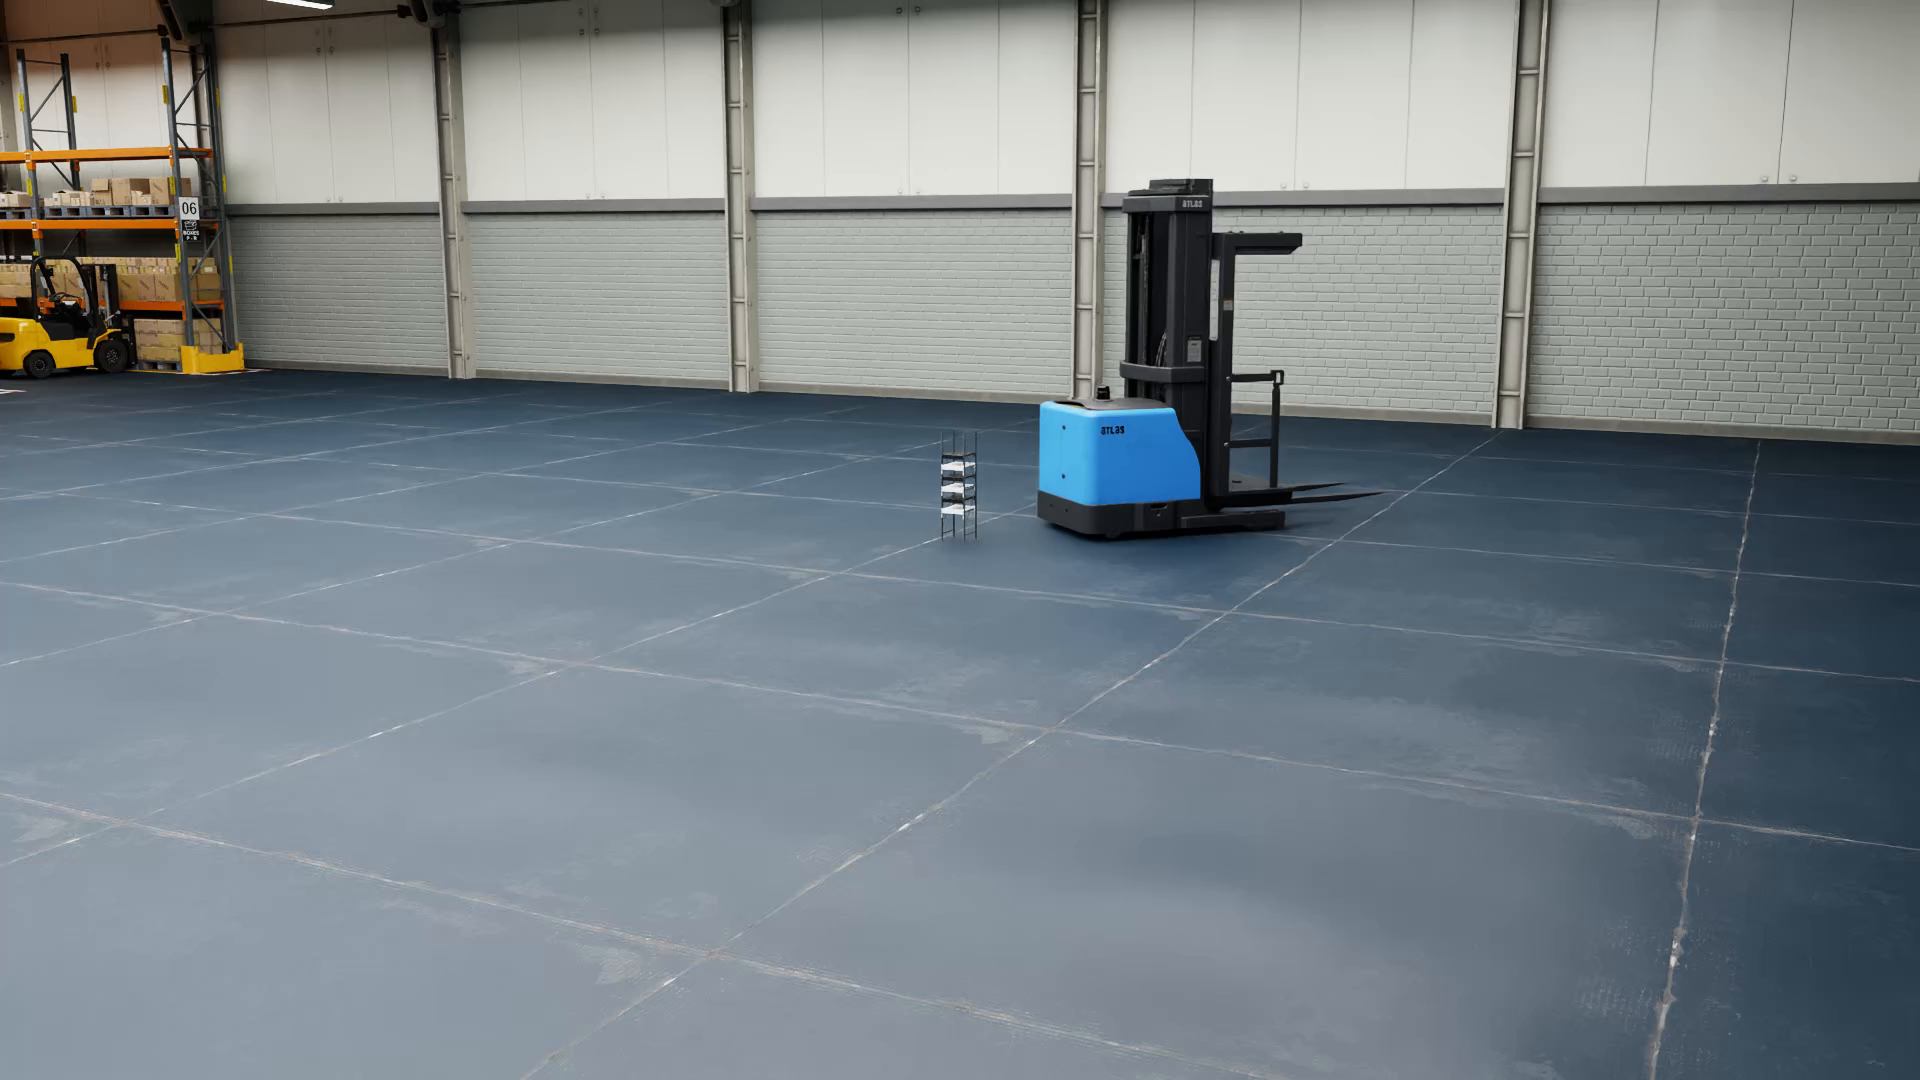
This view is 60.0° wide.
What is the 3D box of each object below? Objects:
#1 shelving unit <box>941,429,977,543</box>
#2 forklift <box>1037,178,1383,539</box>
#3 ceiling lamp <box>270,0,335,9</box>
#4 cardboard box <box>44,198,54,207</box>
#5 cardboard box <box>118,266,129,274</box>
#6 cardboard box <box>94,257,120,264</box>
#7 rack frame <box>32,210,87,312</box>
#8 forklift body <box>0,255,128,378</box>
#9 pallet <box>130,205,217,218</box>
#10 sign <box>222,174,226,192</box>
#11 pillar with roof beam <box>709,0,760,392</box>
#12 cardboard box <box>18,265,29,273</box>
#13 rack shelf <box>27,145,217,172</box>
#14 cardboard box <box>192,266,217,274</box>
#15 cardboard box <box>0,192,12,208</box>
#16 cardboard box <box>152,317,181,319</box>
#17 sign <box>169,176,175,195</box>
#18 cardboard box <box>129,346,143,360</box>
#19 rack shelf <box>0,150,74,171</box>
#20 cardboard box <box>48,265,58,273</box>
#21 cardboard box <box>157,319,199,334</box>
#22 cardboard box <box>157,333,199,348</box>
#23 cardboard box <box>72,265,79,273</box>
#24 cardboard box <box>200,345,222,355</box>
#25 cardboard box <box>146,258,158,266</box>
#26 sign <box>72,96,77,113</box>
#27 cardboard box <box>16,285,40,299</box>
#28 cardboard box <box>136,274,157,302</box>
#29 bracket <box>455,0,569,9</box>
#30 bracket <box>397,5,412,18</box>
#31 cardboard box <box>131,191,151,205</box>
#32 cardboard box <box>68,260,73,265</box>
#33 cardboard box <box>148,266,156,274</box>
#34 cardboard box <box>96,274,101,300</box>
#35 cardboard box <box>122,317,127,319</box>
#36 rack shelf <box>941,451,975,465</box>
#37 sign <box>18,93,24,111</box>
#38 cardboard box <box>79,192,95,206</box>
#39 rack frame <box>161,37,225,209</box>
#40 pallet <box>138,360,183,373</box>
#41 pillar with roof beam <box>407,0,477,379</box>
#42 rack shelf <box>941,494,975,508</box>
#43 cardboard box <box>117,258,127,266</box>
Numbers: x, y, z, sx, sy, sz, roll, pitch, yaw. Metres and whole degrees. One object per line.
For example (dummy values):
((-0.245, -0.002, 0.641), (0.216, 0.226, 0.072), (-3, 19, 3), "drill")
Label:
((-0.007, -0.443, 13.654), (0.210, 0.900, 0.258), (5, 11, 26), "shelving unit")
((2.240, -1.598, 14.332), (3.031, 2.935, 1.130), (-4, 11, -22), "forklift")
((-9.680, -9.331, 23.629), (0.800, 3.185, 2.000), (5, 11, 26), "ceiling lamp")
((-17.376, -6.495, 32.018), (0.250, 0.149, 0.380), (5, 12, 27), "cardboard box")
((-15.653, -5.104, 31.405), (0.250, 0.149, 0.380), (5, 11, 26), "cardboard box")
((-16.299, -5.324, 31.788), (0.250, 0.149, 0.380), (5, 11, 26), "cardboard box")
((-17.644, -4.971, 32.773), (0.127, 3.000, 1.000), (5, 11, 26), "rack frame")
((-16.564, -4.096, 30.322), (1.214, 2.155, 2.313), (5, 11, 26), "forklift body")
((-14.679, -6.148, 31.102), (1.213, 0.211, 1.003), (5, 11, 26), "pallet")
((-13.806, -6.689, 31.166), (0.005, 0.325, 0.100), (5, 11, 26), "sign")
((-5.426, -6.173, 22.572), (0.548, 9.000, 9.100), (5, 11, 26), "pillar with roof beam")
((-18.288, -5.348, 32.755), (0.250, 0.149, 0.380), (5, 11, 25), "cardboard box")
((-15.850, -7.214, 31.467), (4.000, 0.370, 1.077), (5, 11, 26), "rack shelf")
((-14.246, -5.092, 31.341), (0.250, 0.149, 0.380), (5, 11, 24), "cardboard box")
((-19.089, -6.737, 32.901), (0.500, 0.311, 0.500), (5, 11, 24), "cardboard box")
((-15.297, -4.149, 31.967), (0.500, 0.250, 0.500), (5, 11, 25), "cardboard box")
((-14.309, -6.443, 30.219), (0.005, 0.325, 0.100), (5, 11, 26), "sign")
((-15.504, -3.577, 31.615), (0.500, 0.250, 0.500), (5, 11, 26), "cardboard box")
((-19.437, -7.530, 33.209), (4.000, 0.370, 1.077), (5, 11, 26), "rack shelf")
((-17.474, -5.272, 32.335), (0.250, 0.149, 0.380), (5, 11, 25), "cardboard box")
((-14.608, -3.988, 31.075), (0.500, 0.250, 0.500), (5, 12, 28), "cardboard box")
((-14.632, -3.744, 31.130), (0.500, 0.250, 0.500), (5, 11, 25), "cardboard box")
((-16.807, -5.204, 31.962), (0.250, 0.149, 0.380), (5, 12, 27), "cardboard box")
((-14.411, -3.579, 31.625), (0.500, 0.250, 0.500), (5, 11, 26), "cardboard box")
((-14.953, -5.196, 31.078), (0.250, 0.149, 0.380), (5, 12, 27), "cardboard box")
((-17.376, -8.547, 32.620), (0.005, 0.325, 0.100), (5, 11, 26), "sign")
((-18.212, -4.895, 32.775), (0.500, 0.250, 0.500), (5, 12, 27), "cardboard box")
((-15.075, -4.744, 31.239), (0.500, 0.500, 0.500), (5, 12, 28), "cardboard box")
((-6.361, -8.811, 27.039), (4.783, 0.066, 0.076), (5, 11, 26), "bracket")
((-9.431, -9.081, 28.530), (0.430, 0.232, 0.235), (5, 11, 26), "bracket")
((-15.162, -6.358, 30.933), (0.258, 0.266, 0.396), (5, 11, 26), "cardboard box")
((-16.982, -5.388, 32.142), (0.250, 0.149, 0.380), (5, 11, 25), "cardboard box")
((-14.940, -5.052, 31.120), (0.250, 0.149, 0.380), (5, 12, 27), "cardboard box")
((-16.432, -4.865, 31.908), (0.500, 0.500, 0.500), (5, 11, 25), "cardboard box")
((-15.976, -4.106, 31.730), (0.500, 0.250, 0.500), (5, 11, 25), "cardboard box")
((-0.007, -0.676, 13.611), (0.200, 0.077, 0.258), (5, 11, 26), "rack shelf")
((-17.873, -8.334, 31.664), (0.005, 0.325, 0.100), (5, 11, 26), "sign")
((-16.447, -6.471, 31.557), (0.258, 0.266, 0.396), (5, 11, 24), "cardboard box")
((-14.057, -7.608, 30.497), (0.127, 3.000, 1.000), (5, 11, 26), "rack frame")
((-14.761, -3.337, 31.575), (1.213, 0.211, 1.003), (5, 11, 26), "pallet")
((-10.806, -6.646, 25.184), (0.548, 9.000, 9.100), (5, 11, 26), "pillar with roof beam")
((-0.007, -0.322, 13.676), (0.200, 0.077, 0.258), (5, 11, 26), "rack shelf")
((-15.660, -5.249, 31.375), (0.250, 0.149, 0.380), (5, 12, 27), "cardboard box")
